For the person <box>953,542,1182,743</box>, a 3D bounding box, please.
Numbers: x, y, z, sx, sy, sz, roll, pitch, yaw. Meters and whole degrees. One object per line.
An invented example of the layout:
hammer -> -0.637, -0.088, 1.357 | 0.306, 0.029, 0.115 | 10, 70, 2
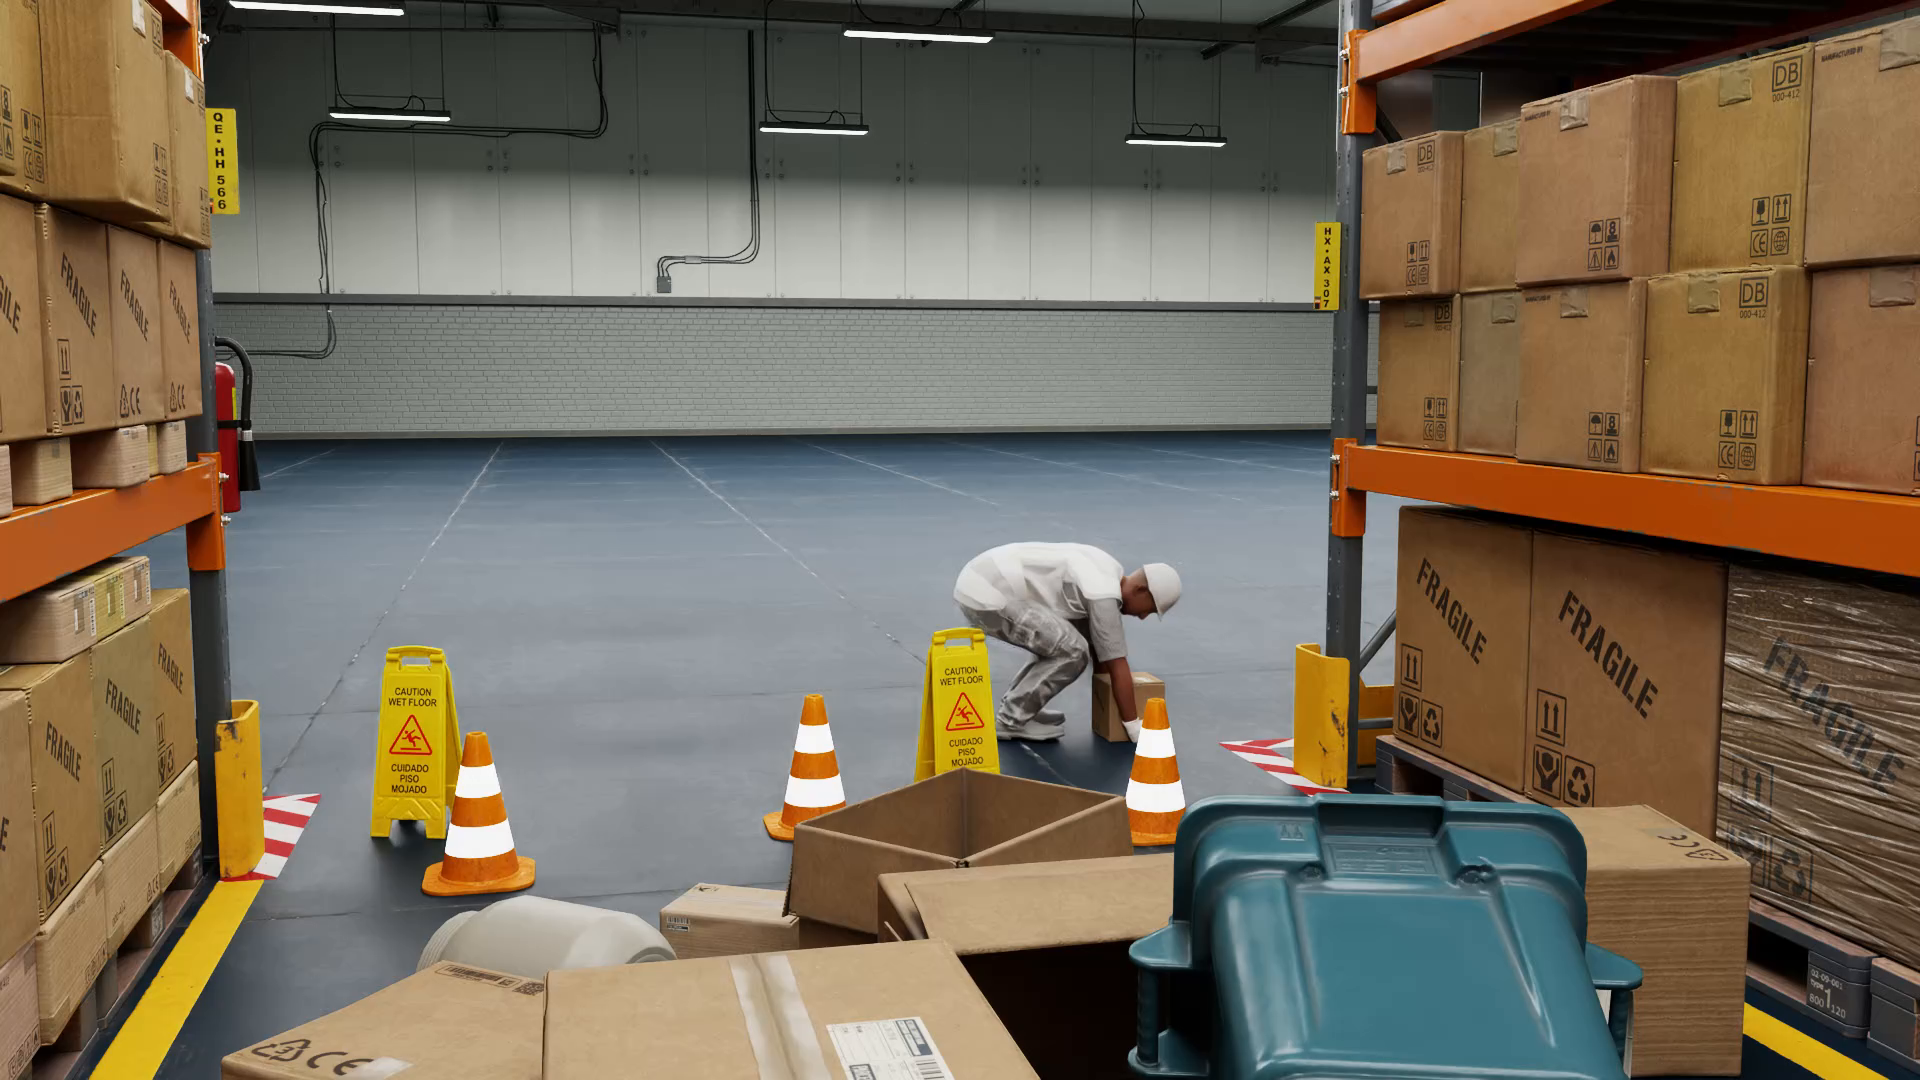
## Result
person -> 0.466, 0.440, 7.241 | 0.991, 0.859, 0.543 | 0, 6, 3
